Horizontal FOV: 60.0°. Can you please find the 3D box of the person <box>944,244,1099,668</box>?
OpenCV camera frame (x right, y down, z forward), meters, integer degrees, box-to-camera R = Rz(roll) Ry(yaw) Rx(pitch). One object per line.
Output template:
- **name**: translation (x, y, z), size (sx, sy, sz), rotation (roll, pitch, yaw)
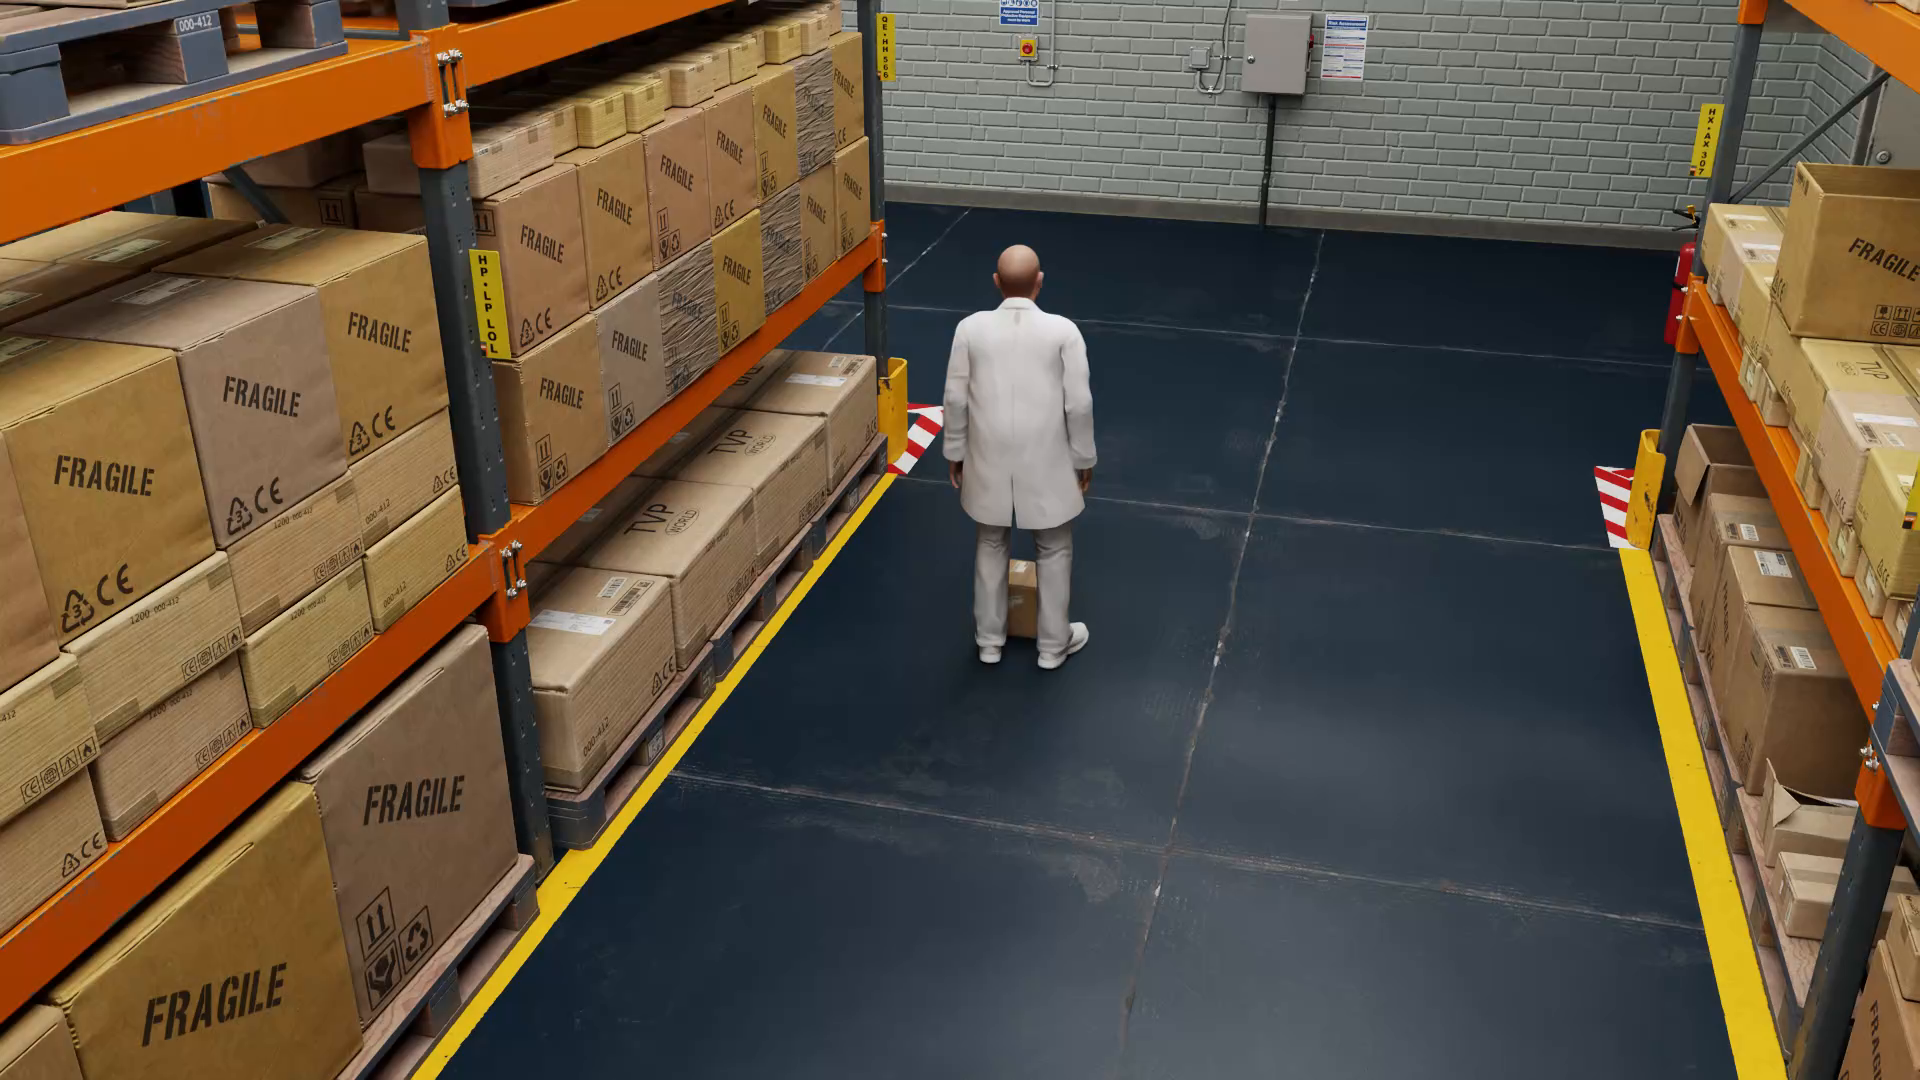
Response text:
- **person**: translation (0.249, -0.328, 6.830), size (0.643, 1.774, 0.420), rotation (6, 26, 13)
